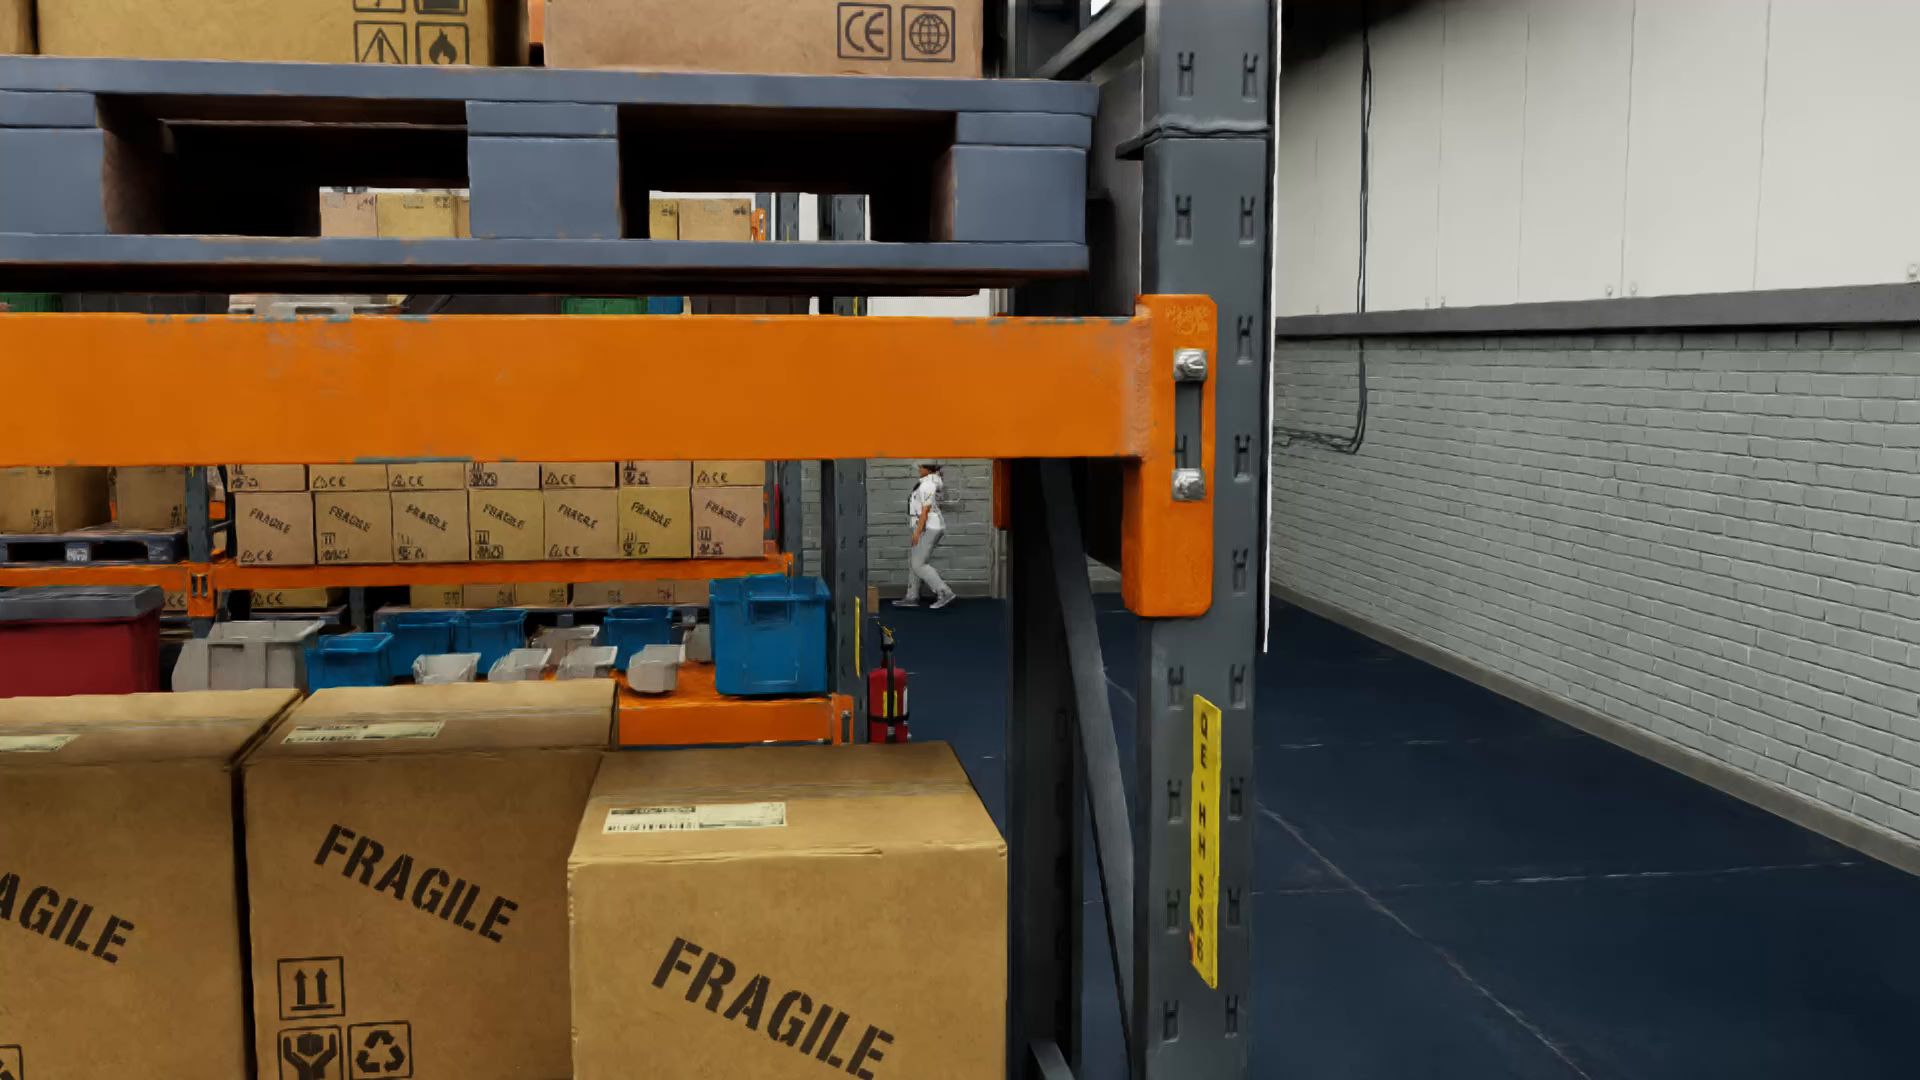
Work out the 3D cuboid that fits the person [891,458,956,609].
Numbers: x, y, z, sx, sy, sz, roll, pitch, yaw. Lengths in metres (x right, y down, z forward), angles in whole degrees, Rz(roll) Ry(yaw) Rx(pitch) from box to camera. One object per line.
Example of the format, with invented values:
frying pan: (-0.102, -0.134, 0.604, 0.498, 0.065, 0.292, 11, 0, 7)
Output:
person: (-0.385, -0.090, 17.487, 0.736, 1.649, 0.506, 1, 7, 8)
